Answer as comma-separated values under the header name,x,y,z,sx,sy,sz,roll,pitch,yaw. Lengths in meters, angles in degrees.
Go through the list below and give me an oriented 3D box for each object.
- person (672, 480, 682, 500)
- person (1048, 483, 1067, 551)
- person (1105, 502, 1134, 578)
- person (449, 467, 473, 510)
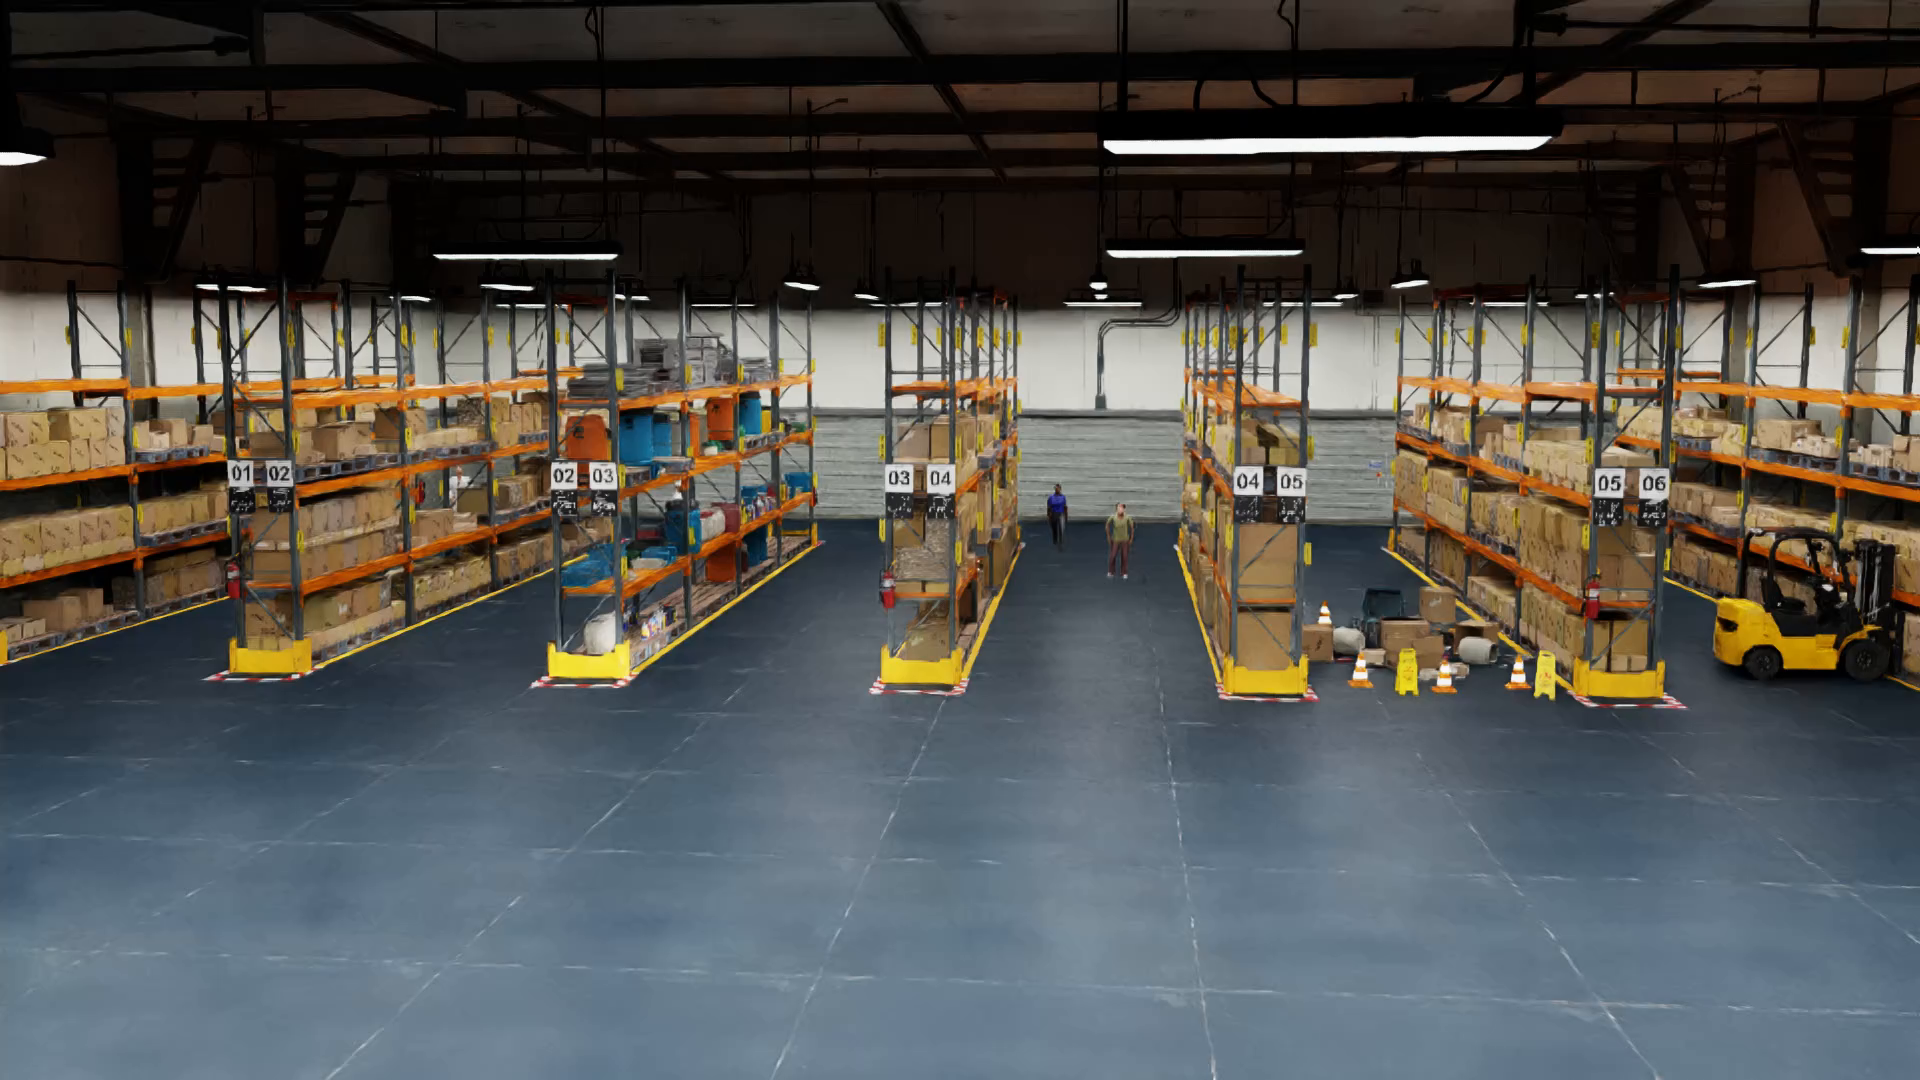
name,x,y,z,sx,sy,sz,roll,pitch,yaw
person,-6.336,-0.497,37.903,0.469,1.766,0.642,-2,7,-19
person,2.295,-0.565,39.293,0.447,1.574,1.088,1,7,7
person,3.328,0.004,34.658,0.598,1.614,0.507,0,7,3
person,-12.752,-1.017,42.479,0.733,1.716,0.871,-2,7,-14
